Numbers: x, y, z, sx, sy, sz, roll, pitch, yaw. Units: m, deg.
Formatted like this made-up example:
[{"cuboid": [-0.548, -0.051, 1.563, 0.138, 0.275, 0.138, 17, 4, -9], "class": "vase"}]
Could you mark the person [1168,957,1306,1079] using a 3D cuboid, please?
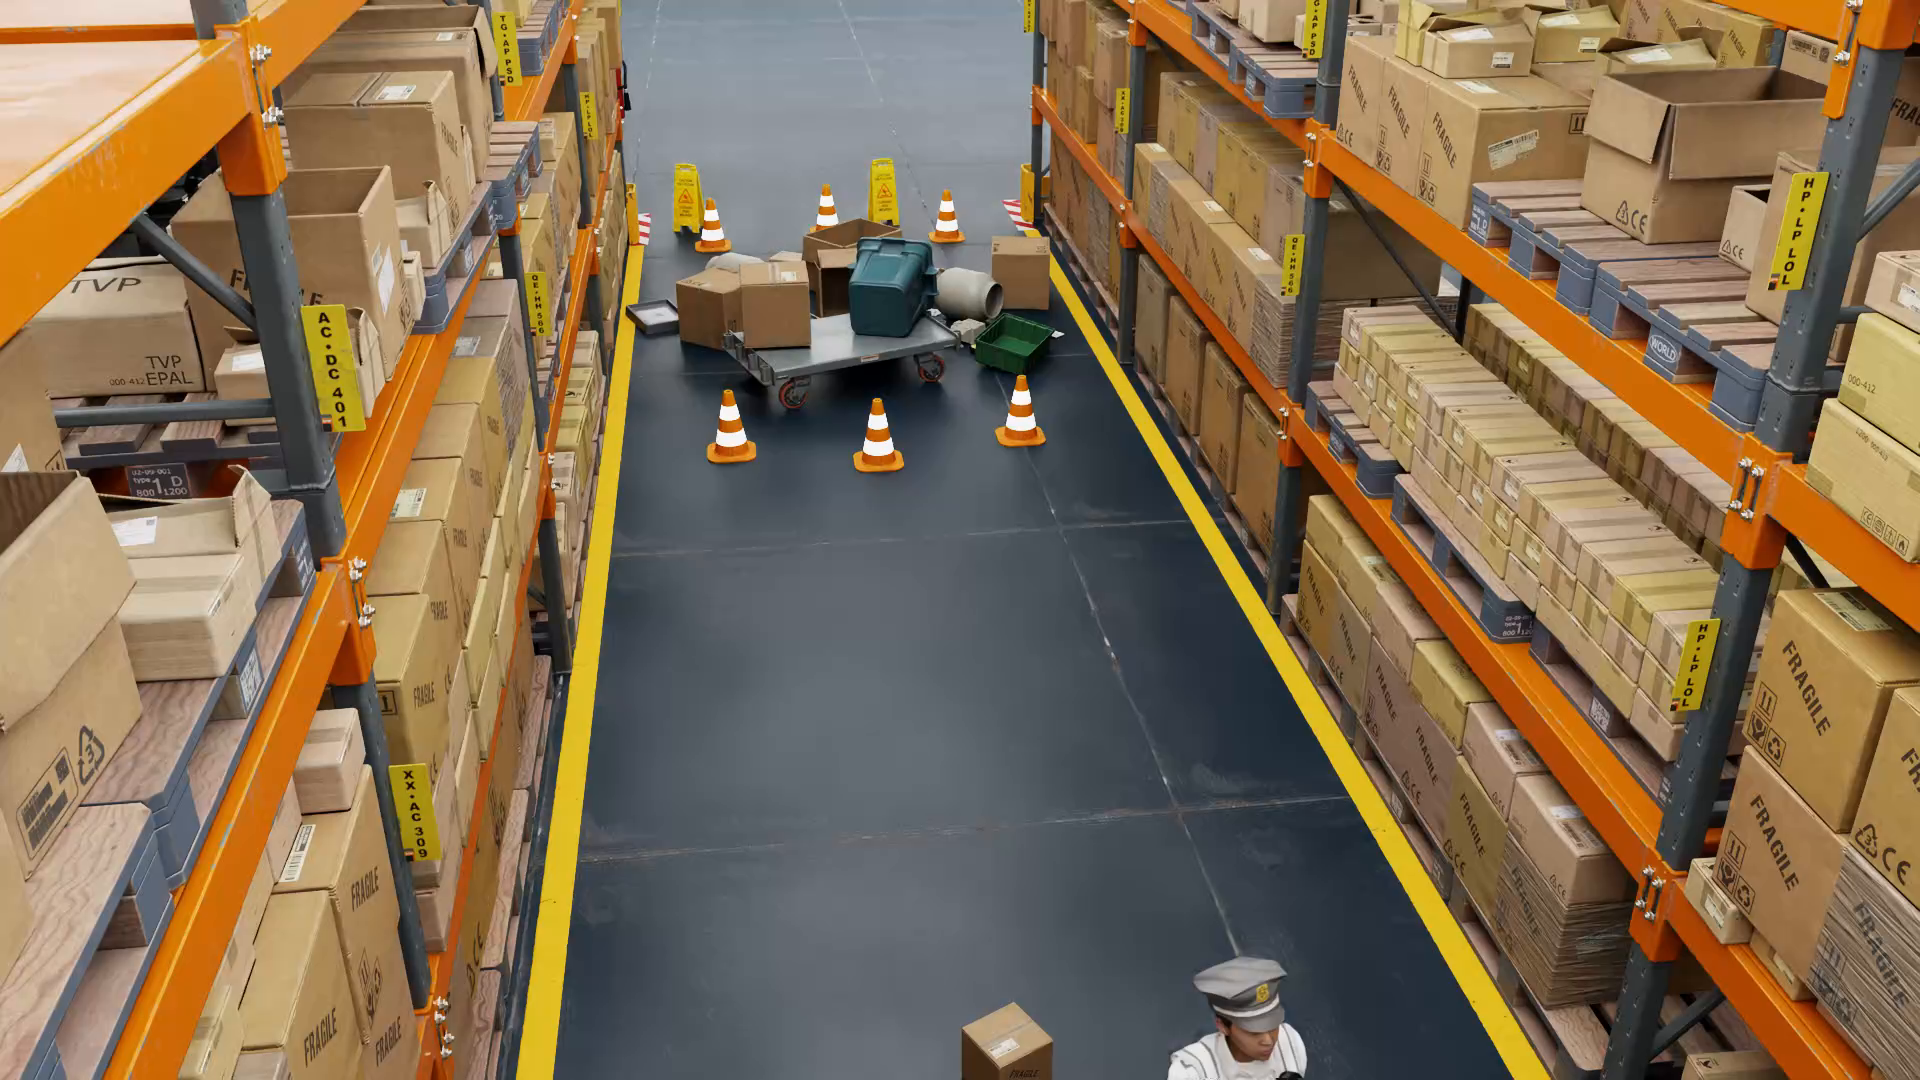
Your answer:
[{"cuboid": [0.820, 1.920, 4.841, 0.475, 1.634, 1.005, -6, 28, -12], "class": "person"}]
